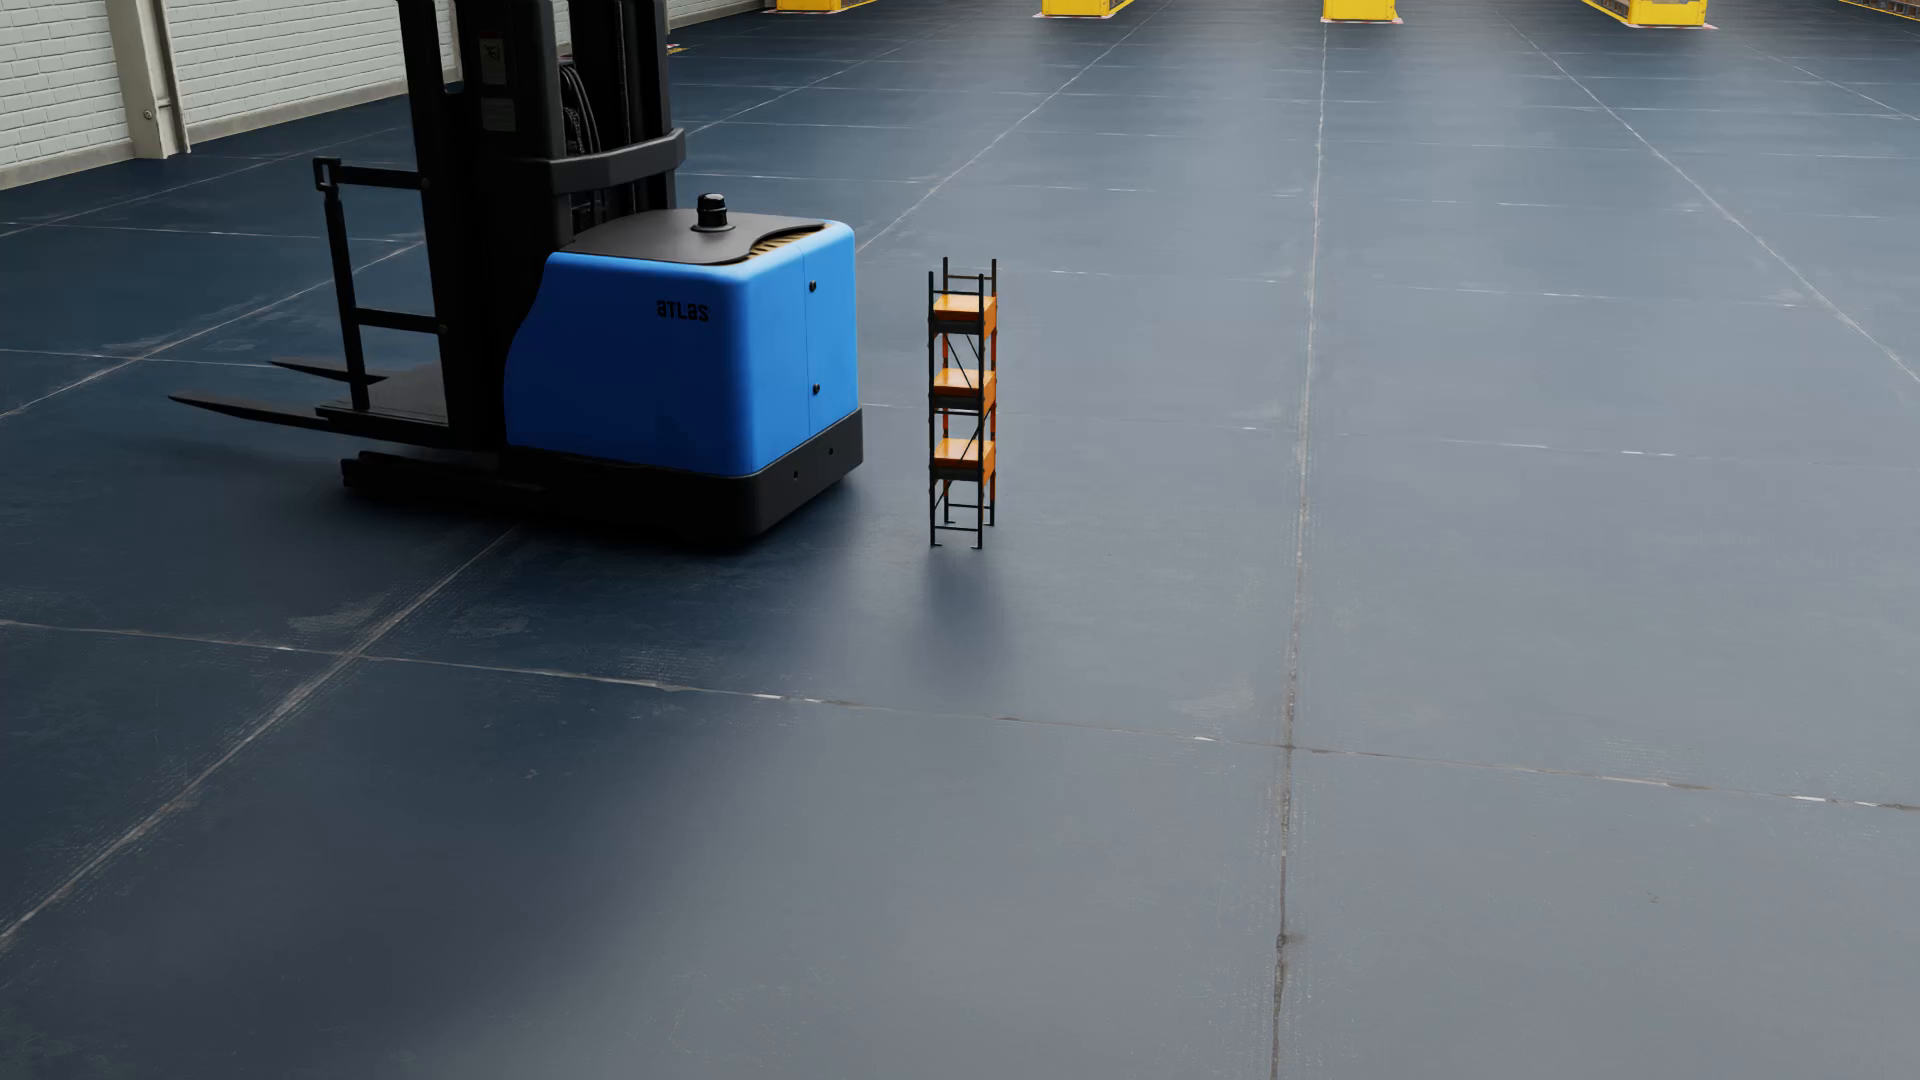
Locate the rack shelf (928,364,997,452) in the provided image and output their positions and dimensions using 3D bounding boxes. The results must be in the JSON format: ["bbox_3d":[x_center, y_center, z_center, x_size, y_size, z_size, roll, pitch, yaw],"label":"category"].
[{"bbox_3d":[0.011,-0.497,6.210,0.215,0.259,0.240,4,22,11],"label":"rack shelf"}]

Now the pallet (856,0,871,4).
[{"bbox_3d":[-2.328,-10.589,32.364,1.003,0.211,1.213,4,22,11],"label":"pallet"}]

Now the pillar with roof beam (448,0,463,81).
[{"bbox_3d":[-1.733,-9.504,17.906,9.100,9.000,0.400,4,22,11],"label":"pillar with roof beam"}]

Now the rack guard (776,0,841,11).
[{"bbox_3d":[-2.780,-9.984,30.475,1.175,0.500,0.348,4,22,11],"label":"rack guard"}]

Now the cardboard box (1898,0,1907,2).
[{"bbox_3d":[17.207,-10.015,29.489,0.875,0.875,0.875,5,22,12],"label":"cardboard box"}]

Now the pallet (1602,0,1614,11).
[{"bbox_3d":[12.466,-9.904,30.663,1.003,0.211,1.213,4,22,11],"label":"pallet"}]

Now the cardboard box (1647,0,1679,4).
[{"bbox_3d":[11.896,-9.246,28.079,0.500,0.500,0.500,9,24,21],"label":"cardboard box"}]

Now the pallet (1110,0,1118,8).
[{"bbox_3d":[2.421,-10.174,31.333,1.003,0.211,1.213,4,22,11],"label":"pallet"}]

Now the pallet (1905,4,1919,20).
[{"bbox_3d":[16.925,-9.018,28.462,1.003,0.211,1.213,4,22,11],"label":"pallet"}]

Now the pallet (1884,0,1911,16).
[{"bbox_3d":[17.172,-9.465,29.573,1.003,0.211,1.213,4,22,11],"label":"pallet"}]

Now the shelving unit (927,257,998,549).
[{"bbox_3d":[0.011,-0.507,6.206,0.215,1.050,0.252,4,22,11],"label":"shelving unit"}]

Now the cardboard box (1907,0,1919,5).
[{"bbox_3d":[17.026,-9.686,28.669,0.875,0.875,0.875,5,22,11],"label":"cardboard box"}]

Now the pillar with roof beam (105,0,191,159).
[{"bbox_3d":[-2.958,-7.309,12.457,9.100,9.000,0.400,4,22,11],"label":"pillar with roof beam"}]

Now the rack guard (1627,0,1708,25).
[{"bbox_3d":[11.768,-8.851,27.662,1.175,0.500,0.348,4,22,11],"label":"rack guard"}]

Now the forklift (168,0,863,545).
[{"bbox_3d":[-1.973,-1.684,6.611,3.031,2.935,1.130,9,24,21],"label":"forklift"}]

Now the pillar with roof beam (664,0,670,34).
[{"bbox_3d":[-0.509,-11.698,23.354,9.100,9.000,0.400,4,22,11],"label":"pillar with roof beam"}]

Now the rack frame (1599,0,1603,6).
[{"bbox_3d":[12.569,-11.446,30.759,1.000,3.000,0.127,4,22,11],"label":"rack frame"}]

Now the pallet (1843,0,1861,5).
[{"bbox_3d":[17.734,-10.473,32.075,1.003,0.211,1.213,4,22,11],"label":"pallet"}]

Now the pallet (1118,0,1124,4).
[{"bbox_3d":[2.668,-10.621,32.444,1.003,0.211,1.213,4,22,11],"label":"pallet"}]

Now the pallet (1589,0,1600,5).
[{"bbox_3d":[12.726,-10.437,31.987,1.003,0.211,1.213,4,22,11],"label":"pallet"}]

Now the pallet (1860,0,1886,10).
[{"bbox_3d":[17.487,-10.025,30.964,1.003,0.211,1.213,4,22,11],"label":"pallet"}]

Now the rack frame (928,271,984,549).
[{"bbox_3d":[-0.014,-0.462,6.095,0.200,1.050,0.008,4,22,11],"label":"rack frame"}]

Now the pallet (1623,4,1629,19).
[{"bbox_3d":[11.968,-9.012,28.447,1.003,0.211,1.213,4,22,11],"label":"pallet"}]

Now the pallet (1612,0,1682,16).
[{"bbox_3d":[12.219,-9.457,29.552,1.003,0.211,1.213,4,22,11],"label":"pallet"}]

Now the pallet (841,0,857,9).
[{"bbox_3d":[-2.579,-10.145,31.260,1.003,0.211,1.213,4,22,11],"label":"pallet"}]

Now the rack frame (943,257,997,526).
[{"bbox_3d":[0.036,-0.551,6.317,0.200,1.050,0.008,4,22,11],"label":"rack frame"}]

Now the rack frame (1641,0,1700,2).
[{"bbox_3d":[11.752,-9.983,27.126,1.000,3.000,0.127,4,22,11],"label":"rack frame"}]

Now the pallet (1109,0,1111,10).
[{"bbox_3d":[2.170,-9.729,30.228,1.003,0.211,1.213,4,22,11],"label":"pallet"}]

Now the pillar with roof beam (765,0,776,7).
[{"bbox_3d":[0.715,-13.892,28.803,9.100,9.000,0.400,4,22,11],"label":"pillar with roof beam"}]

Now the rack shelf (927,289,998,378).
[{"bbox_3d":[0.011,-0.760,6.104,0.215,0.259,0.240,4,22,11],"label":"rack shelf"}]

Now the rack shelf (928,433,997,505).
[{"bbox_3d":[0.011,-0.239,6.314,0.215,0.259,0.240,4,22,11],"label":"rack shelf"}]

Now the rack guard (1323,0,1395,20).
[{"bbox_3d":[6.873,-9.233,28.609,1.175,0.500,0.348,4,22,11],"label":"rack guard"}]

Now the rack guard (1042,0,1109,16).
[{"bbox_3d":[2.050,-9.571,29.450,1.175,0.500,0.348,4,22,11],"label":"rack guard"}]
